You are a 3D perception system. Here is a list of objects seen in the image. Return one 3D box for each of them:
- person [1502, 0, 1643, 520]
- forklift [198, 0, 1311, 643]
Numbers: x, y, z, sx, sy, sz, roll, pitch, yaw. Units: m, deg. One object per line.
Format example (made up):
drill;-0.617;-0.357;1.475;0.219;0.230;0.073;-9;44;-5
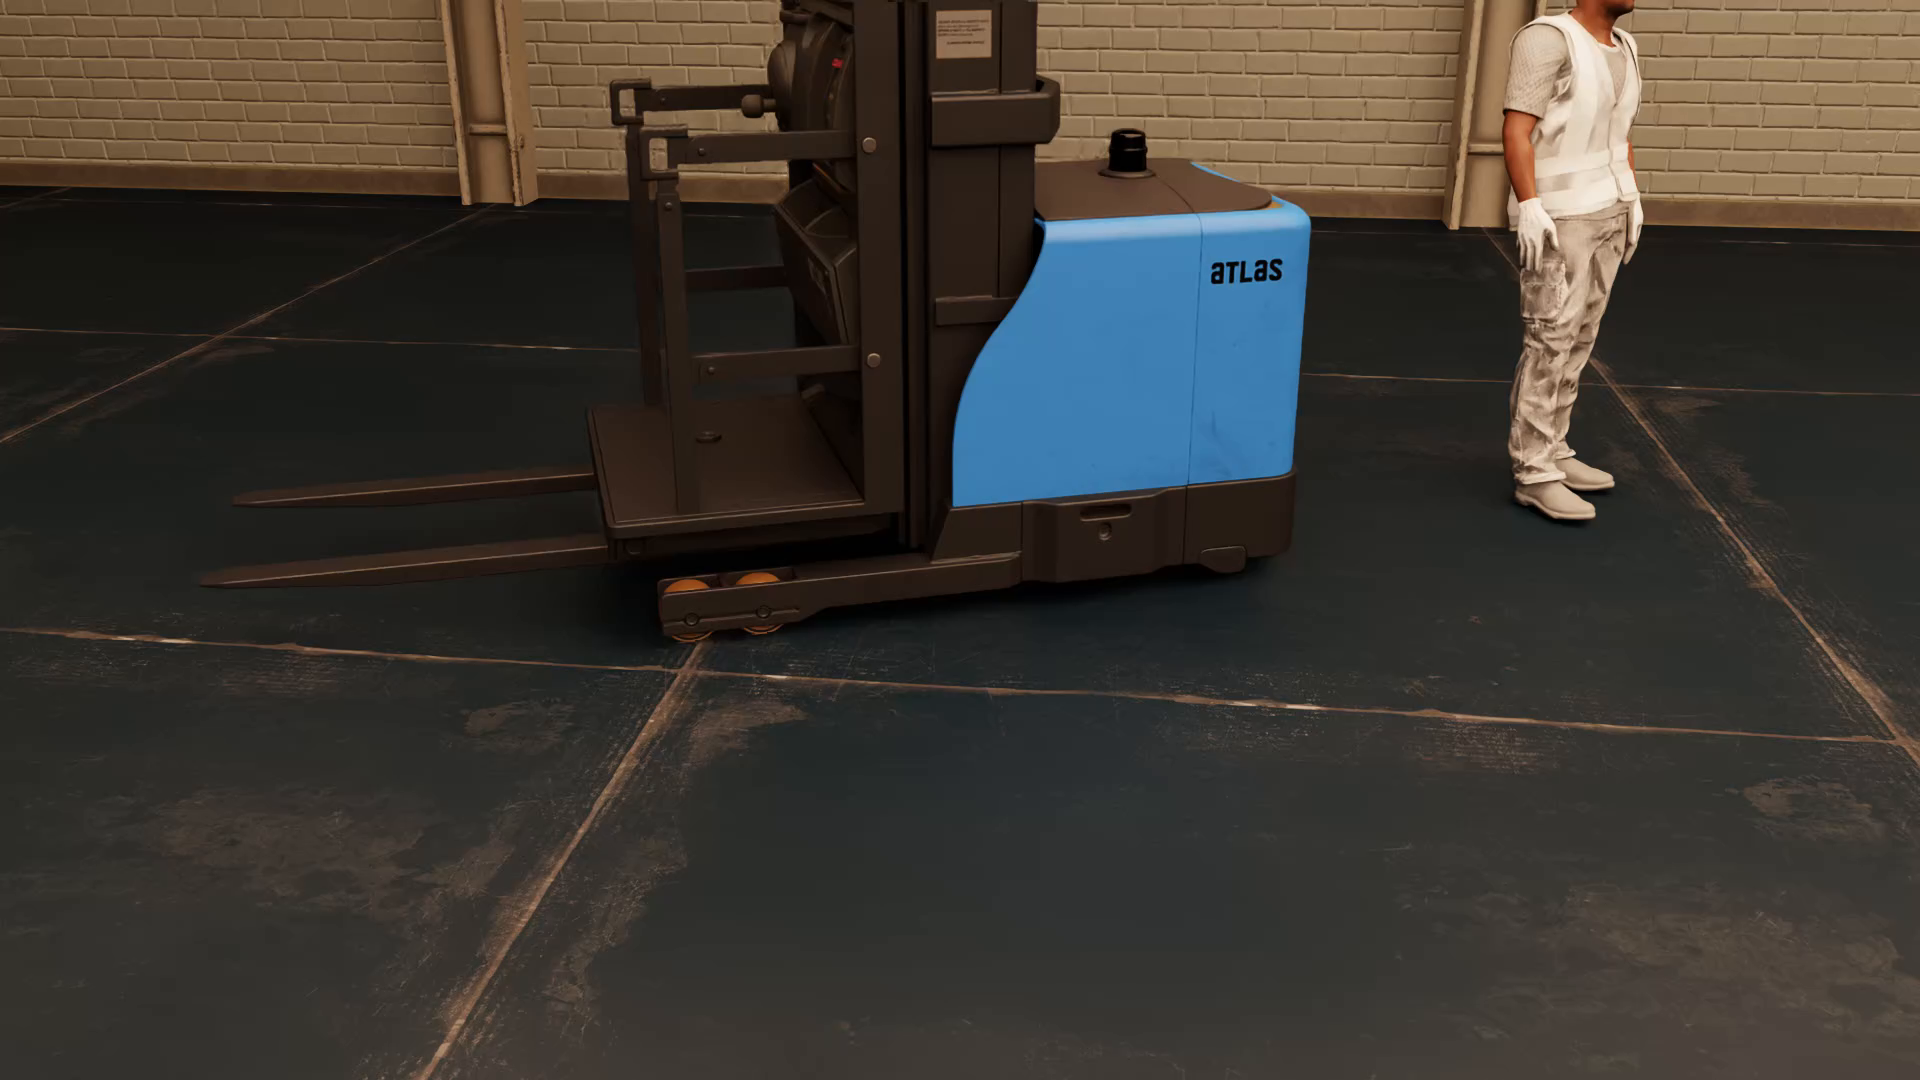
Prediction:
person;2.016;-1.013;5.289;0.656;1.783;0.575;-18;28;-37
forklift;-0.588;-1.301;4.485;3.031;2.935;1.130;-6;23;-14
